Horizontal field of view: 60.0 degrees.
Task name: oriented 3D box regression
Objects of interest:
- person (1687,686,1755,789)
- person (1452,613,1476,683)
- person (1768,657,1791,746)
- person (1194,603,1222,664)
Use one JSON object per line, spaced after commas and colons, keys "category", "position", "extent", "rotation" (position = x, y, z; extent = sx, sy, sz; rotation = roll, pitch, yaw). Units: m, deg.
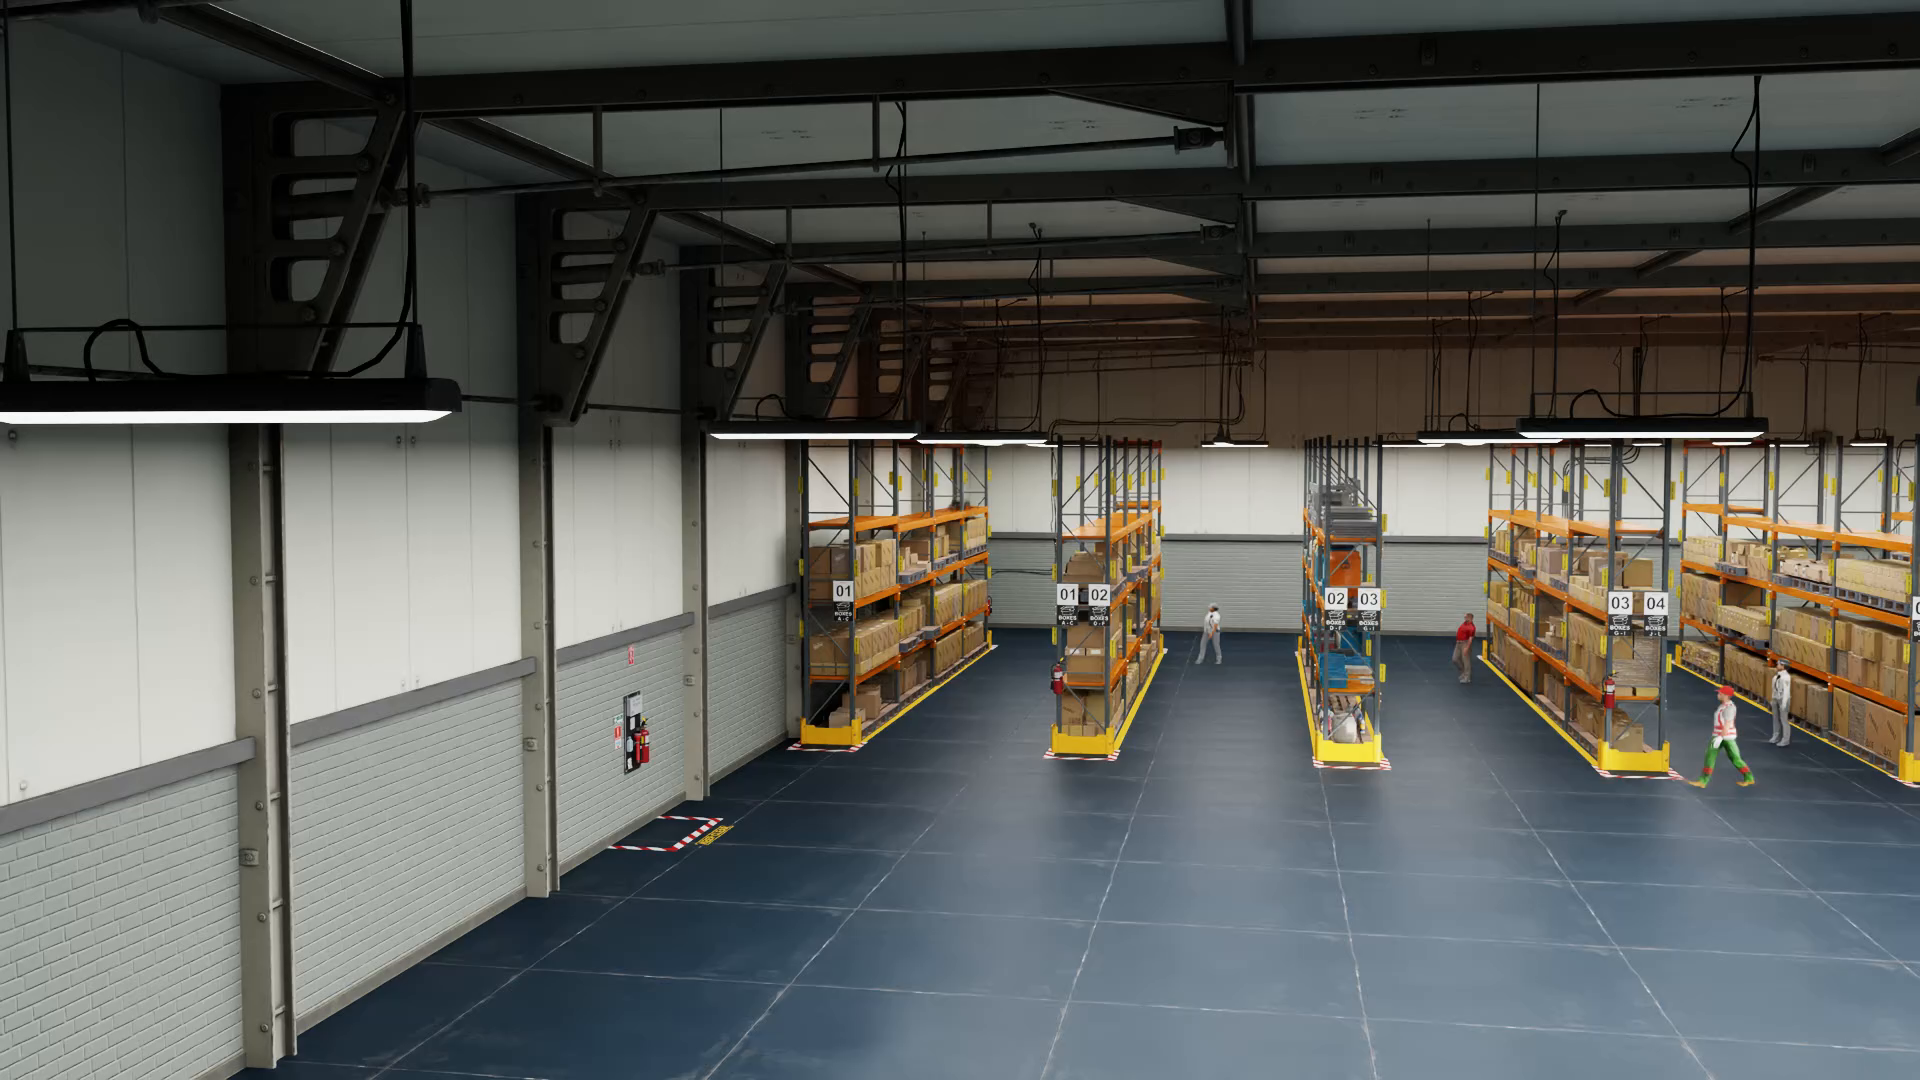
{"category": "person", "position": [12.867, 3.331, 28.012], "extent": [1.062, 1.752, 0.494], "rotation": [-1, 3, -13]}
{"category": "person", "position": [12.468, 2.649, 41.126], "extent": [0.478, 1.718, 0.653], "rotation": [-1, 3, -16]}
{"category": "person", "position": [15.944, 3.125, 32.307], "extent": [0.379, 1.697, 0.513], "rotation": [0, 3, -8]}
{"category": "person", "position": [6.666, 2.500, 44.467], "extent": [0.687, 1.650, 0.565], "rotation": [-3, 4, -42]}
